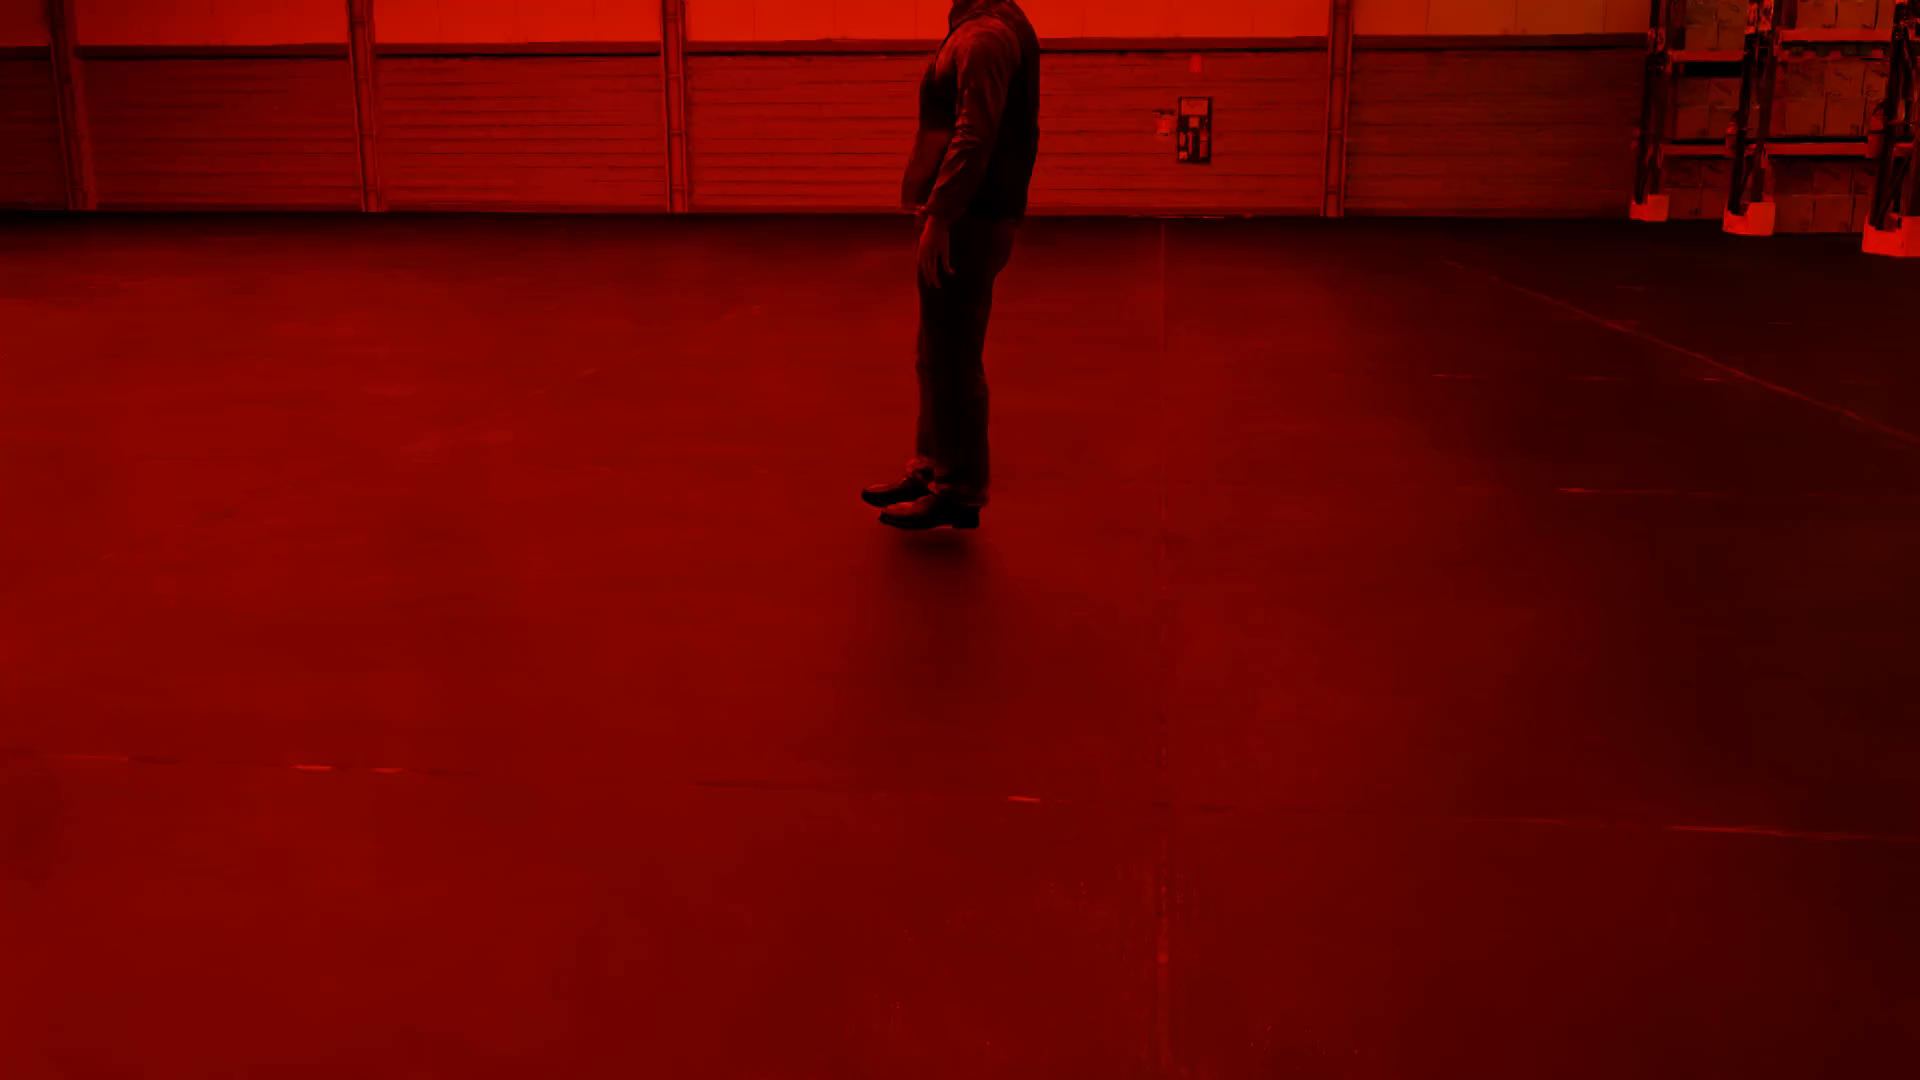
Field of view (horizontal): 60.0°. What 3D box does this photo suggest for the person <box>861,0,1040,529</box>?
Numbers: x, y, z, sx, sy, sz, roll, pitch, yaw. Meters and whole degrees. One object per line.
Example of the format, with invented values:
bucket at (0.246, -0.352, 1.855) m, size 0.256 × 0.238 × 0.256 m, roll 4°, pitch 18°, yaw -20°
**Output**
person at (-0.061, -0.852, 4.763) m, size 0.567 × 1.648 × 0.632 m, roll 2°, pitch 13°, yaw 7°
